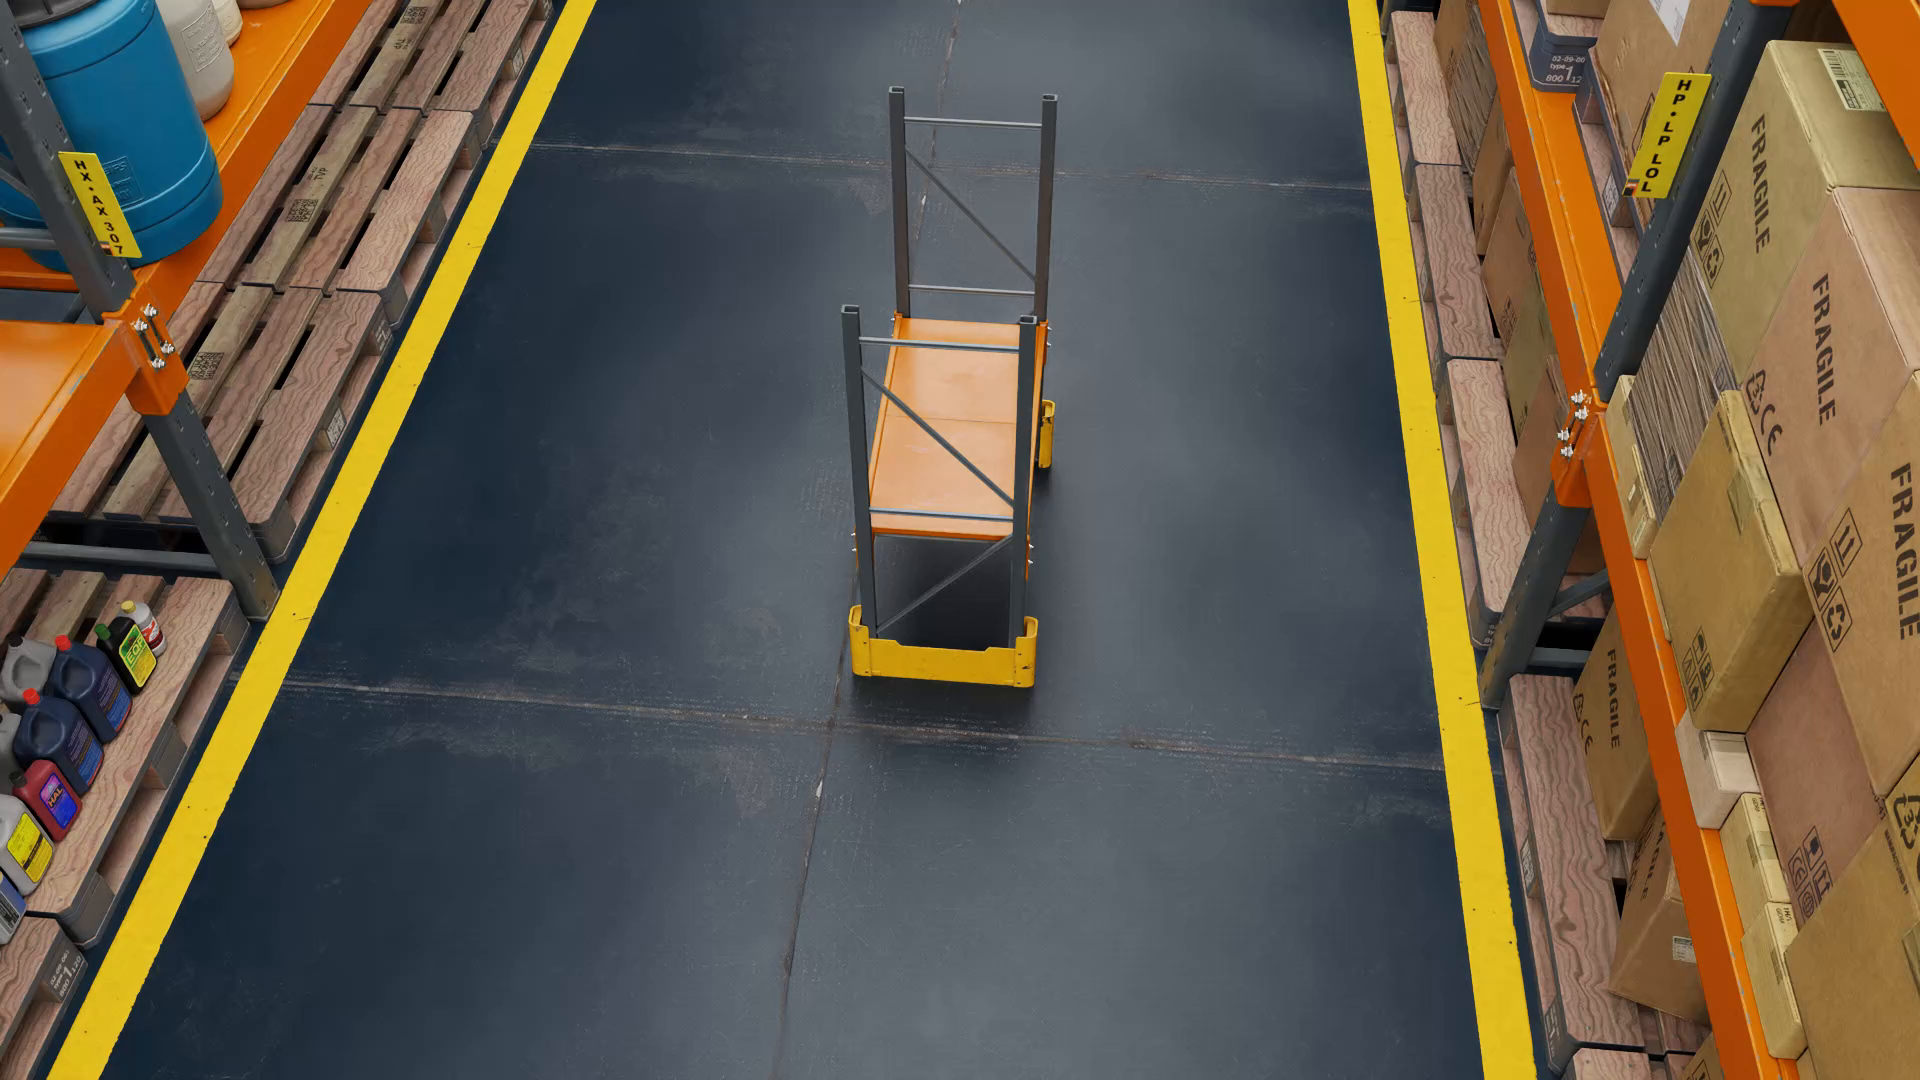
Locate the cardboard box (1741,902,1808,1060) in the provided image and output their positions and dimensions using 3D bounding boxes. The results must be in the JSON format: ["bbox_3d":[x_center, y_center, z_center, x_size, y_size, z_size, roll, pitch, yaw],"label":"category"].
[{"bbox_3d":[1.709,0.839,3.120,0.380,0.149,0.250,4,48,4],"label":"cardboard box"}]

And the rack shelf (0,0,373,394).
[{"bbox_3d":[-2.598,-2.047,6.077,1.077,0.370,4.000,4,48,4],"label":"rack shelf"}]

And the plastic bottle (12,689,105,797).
[{"bbox_3d":[-2.570,0.559,4.703,0.144,0.351,0.185,2,48,2],"label":"plastic bottle"}]

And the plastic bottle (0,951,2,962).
[{"bbox_3d":[-2.602,1.055,4.351,0.097,0.201,0.097,0,48,0],"label":"plastic bottle"}]

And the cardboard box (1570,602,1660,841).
[{"bbox_3d":[2.075,0.506,4.663,0.500,0.500,0.500,3,48,2],"label":"cardboard box"}]

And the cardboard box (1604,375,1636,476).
[{"bbox_3d":[1.833,-0.264,4.129,0.380,0.149,0.250,4,48,4],"label":"cardboard box"}]

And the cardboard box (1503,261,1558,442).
[{"bbox_3d":[2.291,-0.591,5.653,0.700,0.500,0.500,4,48,3],"label":"cardboard box"}]

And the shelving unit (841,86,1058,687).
[{"bbox_3d":[-0.007,-0.450,5.145,0.587,1.500,1.083,4,48,4],"label":"shelving unit"}]

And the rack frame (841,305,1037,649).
[{"bbox_3d":[-0.054,-0.070,4.798,0.500,1.500,0.032,4,48,4],"label":"rack frame"}]

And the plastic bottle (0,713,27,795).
[{"bbox_3d":[-2.720,0.593,4.722,0.152,0.276,0.135,4,48,4],"label":"plastic bottle"}]

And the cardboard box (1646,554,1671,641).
[{"bbox_3d":[1.802,0.104,3.792,0.380,0.149,0.250,4,48,4],"label":"cardboard box"}]

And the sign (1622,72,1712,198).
[{"bbox_3d":[1.599,-0.912,3.767,0.100,0.325,0.005,4,48,4],"label":"sign"}]

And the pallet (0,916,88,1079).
[{"bbox_3d":[-2.992,1.511,4.225,1.003,0.211,1.213,4,48,4],"label":"pallet"}]

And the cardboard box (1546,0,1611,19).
[{"bbox_3d":[2.218,-1.943,5.140,0.797,0.503,0.637,8,48,8],"label":"cardboard box"}]

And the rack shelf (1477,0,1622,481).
[{"bbox_3d":[2.334,-1.714,5.772,1.077,0.370,4.000,4,48,4],"label":"rack shelf"}]

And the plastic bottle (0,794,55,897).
[{"bbox_3d":[-2.599,0.797,4.486,0.144,0.351,0.185,4,48,3],"label":"plastic bottle"}]

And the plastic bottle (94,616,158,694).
[{"bbox_3d":[-2.496,0.324,4.963,0.061,0.283,0.133,6,48,5],"label":"plastic bottle"}]

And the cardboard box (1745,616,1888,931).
[{"bbox_3d":[2.023,0.445,3.041,0.875,0.500,0.500,4,48,4],"label":"cardboard box"}]

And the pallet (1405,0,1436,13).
[{"bbox_3d":[2.663,-3.059,8.405,1.003,0.211,1.213,4,48,4],"label":"pallet"}]

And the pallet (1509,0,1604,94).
[{"bbox_3d":[2.377,-1.904,5.589,1.003,0.211,1.213,4,48,4],"label":"pallet"}]

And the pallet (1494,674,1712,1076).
[{"bbox_3d":[2.126,0.950,4.738,1.003,0.211,1.213,4,48,4],"label":"pallet"}]

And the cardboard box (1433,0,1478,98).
[{"bbox_3d":[2.475,-2.237,7.159,0.700,0.500,0.500,2,48,1],"label":"cardboard box"}]

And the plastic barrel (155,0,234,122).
[{"bbox_3d":[-2.475,-1.554,5.046,0.433,0.535,0.433,0,48,0],"label":"plastic barrel"}]

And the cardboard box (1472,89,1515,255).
[{"bbox_3d":[2.392,-1.412,6.404,0.700,0.500,0.500,7,48,7],"label":"cardboard box"}]

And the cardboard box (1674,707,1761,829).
[{"bbox_3d":[1.724,0.469,3.458,0.380,0.149,0.250,4,48,4],"label":"cardboard box"}]

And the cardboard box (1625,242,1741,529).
[{"bbox_3d":[2.049,-0.294,3.717,0.875,0.500,0.500,4,48,4],"label":"cardboard box"}]

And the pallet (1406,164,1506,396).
[{"bbox_3d":[2.330,-1.017,6.537,1.003,0.211,1.213,4,48,4],"label":"pallet"}]

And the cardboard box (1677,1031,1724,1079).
[{"bbox_3d":[2.052,1.389,3.856,0.500,0.500,0.500,0,48,0],"label":"cardboard box"}]

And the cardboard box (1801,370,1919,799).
[{"bbox_3d":[1.767,0.090,2.688,0.500,0.500,0.500,4,48,4],"label":"cardboard box"}]

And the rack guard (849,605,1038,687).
[{"bbox_3d":[-0.052,0.338,5.272,0.587,0.250,0.087,4,48,4],"label":"rack guard"}]

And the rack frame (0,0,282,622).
[{"bbox_3d":[-2.781,-0.820,4.467,1.000,3.000,0.127,4,48,4],"label":"rack frame"}]

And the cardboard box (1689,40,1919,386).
[{"bbox_3d":[1.857,-0.645,3.360,0.500,0.500,0.500,4,48,4],"label":"cardboard box"}]

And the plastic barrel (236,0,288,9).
[{"bbox_3d":[-2.408,-2.093,5.540,0.433,0.535,0.433,0,48,0],"label":"plastic barrel"}]

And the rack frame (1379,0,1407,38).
[{"bbox_3d":[2.516,-3.426,6.851,1.000,3.000,0.127,4,48,4],"label":"rack frame"}]

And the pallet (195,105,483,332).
[{"bbox_3d":[-2.639,-1.357,6.848,1.003,0.211,1.213,4,48,4],"label":"pallet"}]
